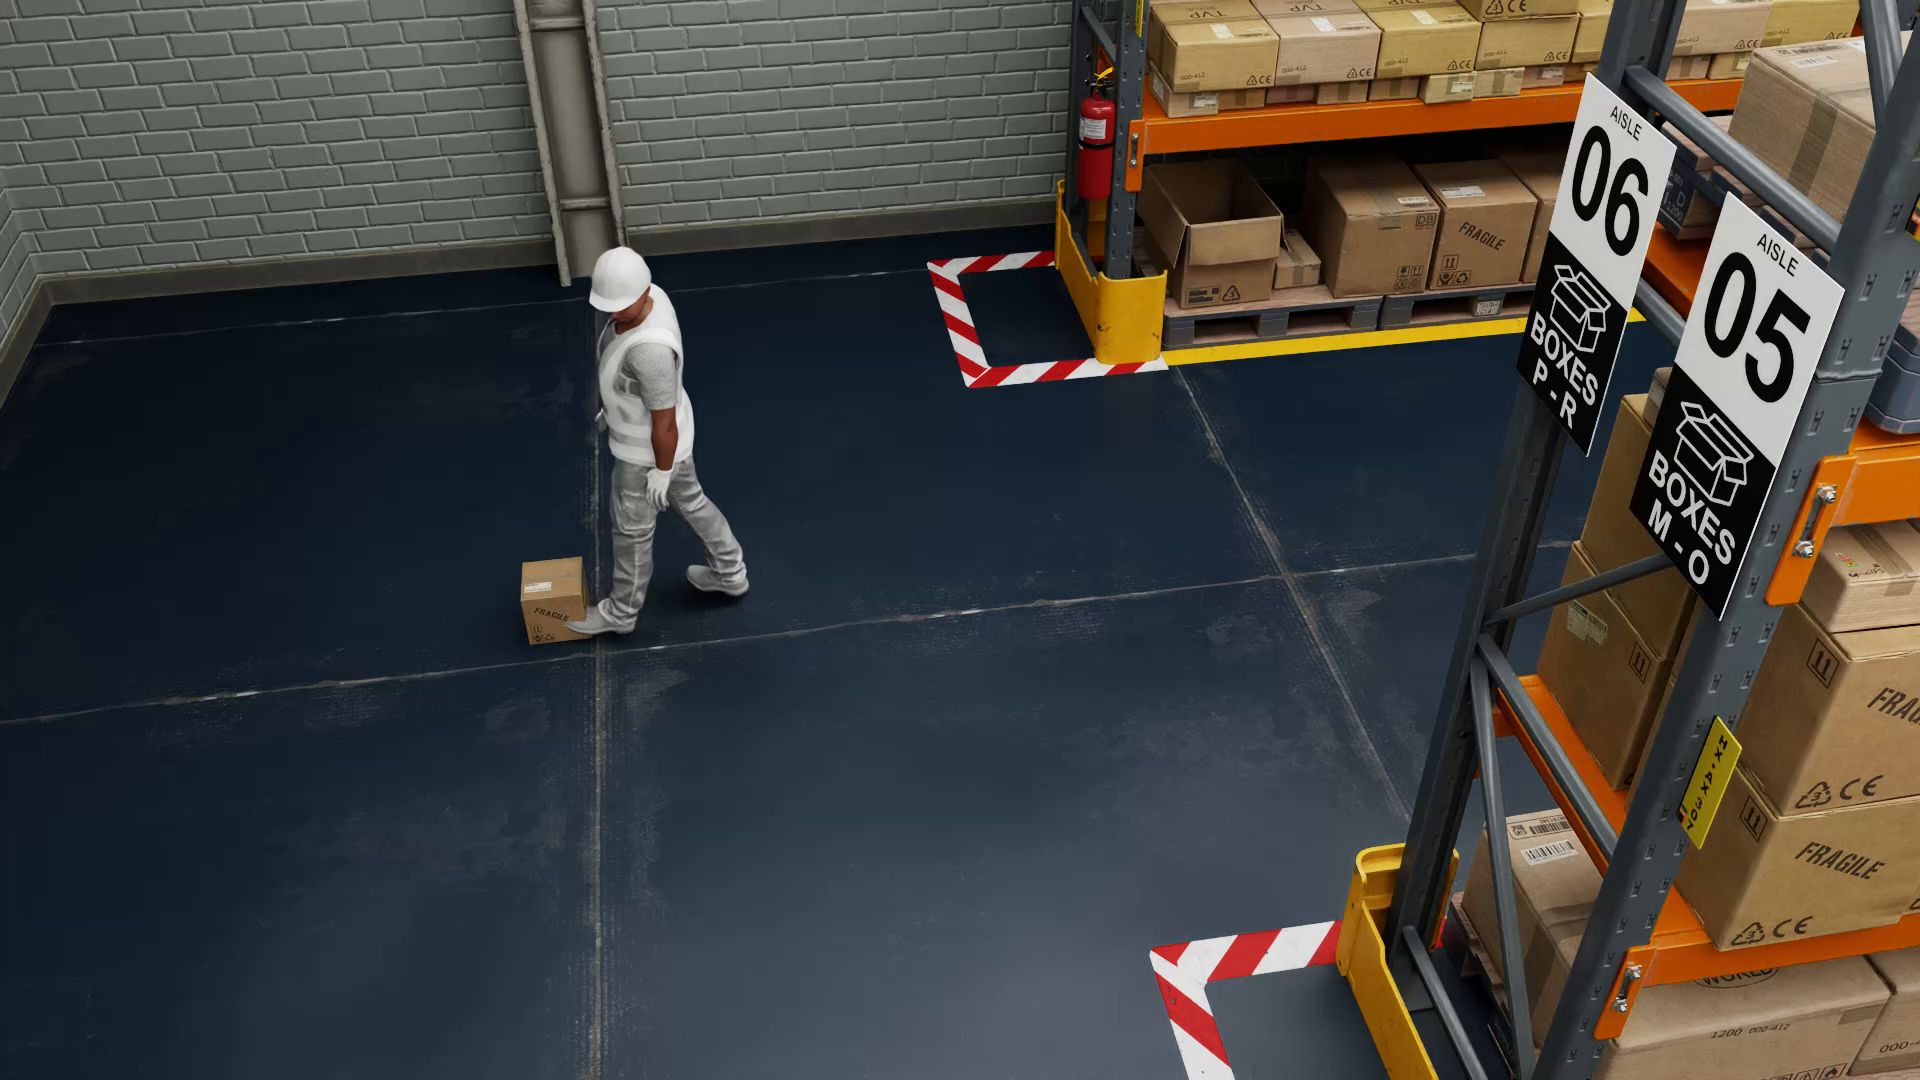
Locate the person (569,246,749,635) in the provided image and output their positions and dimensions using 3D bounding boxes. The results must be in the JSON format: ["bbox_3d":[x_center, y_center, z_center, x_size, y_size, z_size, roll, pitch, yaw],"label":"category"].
[{"bbox_3d":[-1.300,-0.402,6.632,0.779,1.774,0.597,-2,38,-3],"label":"person"}]
